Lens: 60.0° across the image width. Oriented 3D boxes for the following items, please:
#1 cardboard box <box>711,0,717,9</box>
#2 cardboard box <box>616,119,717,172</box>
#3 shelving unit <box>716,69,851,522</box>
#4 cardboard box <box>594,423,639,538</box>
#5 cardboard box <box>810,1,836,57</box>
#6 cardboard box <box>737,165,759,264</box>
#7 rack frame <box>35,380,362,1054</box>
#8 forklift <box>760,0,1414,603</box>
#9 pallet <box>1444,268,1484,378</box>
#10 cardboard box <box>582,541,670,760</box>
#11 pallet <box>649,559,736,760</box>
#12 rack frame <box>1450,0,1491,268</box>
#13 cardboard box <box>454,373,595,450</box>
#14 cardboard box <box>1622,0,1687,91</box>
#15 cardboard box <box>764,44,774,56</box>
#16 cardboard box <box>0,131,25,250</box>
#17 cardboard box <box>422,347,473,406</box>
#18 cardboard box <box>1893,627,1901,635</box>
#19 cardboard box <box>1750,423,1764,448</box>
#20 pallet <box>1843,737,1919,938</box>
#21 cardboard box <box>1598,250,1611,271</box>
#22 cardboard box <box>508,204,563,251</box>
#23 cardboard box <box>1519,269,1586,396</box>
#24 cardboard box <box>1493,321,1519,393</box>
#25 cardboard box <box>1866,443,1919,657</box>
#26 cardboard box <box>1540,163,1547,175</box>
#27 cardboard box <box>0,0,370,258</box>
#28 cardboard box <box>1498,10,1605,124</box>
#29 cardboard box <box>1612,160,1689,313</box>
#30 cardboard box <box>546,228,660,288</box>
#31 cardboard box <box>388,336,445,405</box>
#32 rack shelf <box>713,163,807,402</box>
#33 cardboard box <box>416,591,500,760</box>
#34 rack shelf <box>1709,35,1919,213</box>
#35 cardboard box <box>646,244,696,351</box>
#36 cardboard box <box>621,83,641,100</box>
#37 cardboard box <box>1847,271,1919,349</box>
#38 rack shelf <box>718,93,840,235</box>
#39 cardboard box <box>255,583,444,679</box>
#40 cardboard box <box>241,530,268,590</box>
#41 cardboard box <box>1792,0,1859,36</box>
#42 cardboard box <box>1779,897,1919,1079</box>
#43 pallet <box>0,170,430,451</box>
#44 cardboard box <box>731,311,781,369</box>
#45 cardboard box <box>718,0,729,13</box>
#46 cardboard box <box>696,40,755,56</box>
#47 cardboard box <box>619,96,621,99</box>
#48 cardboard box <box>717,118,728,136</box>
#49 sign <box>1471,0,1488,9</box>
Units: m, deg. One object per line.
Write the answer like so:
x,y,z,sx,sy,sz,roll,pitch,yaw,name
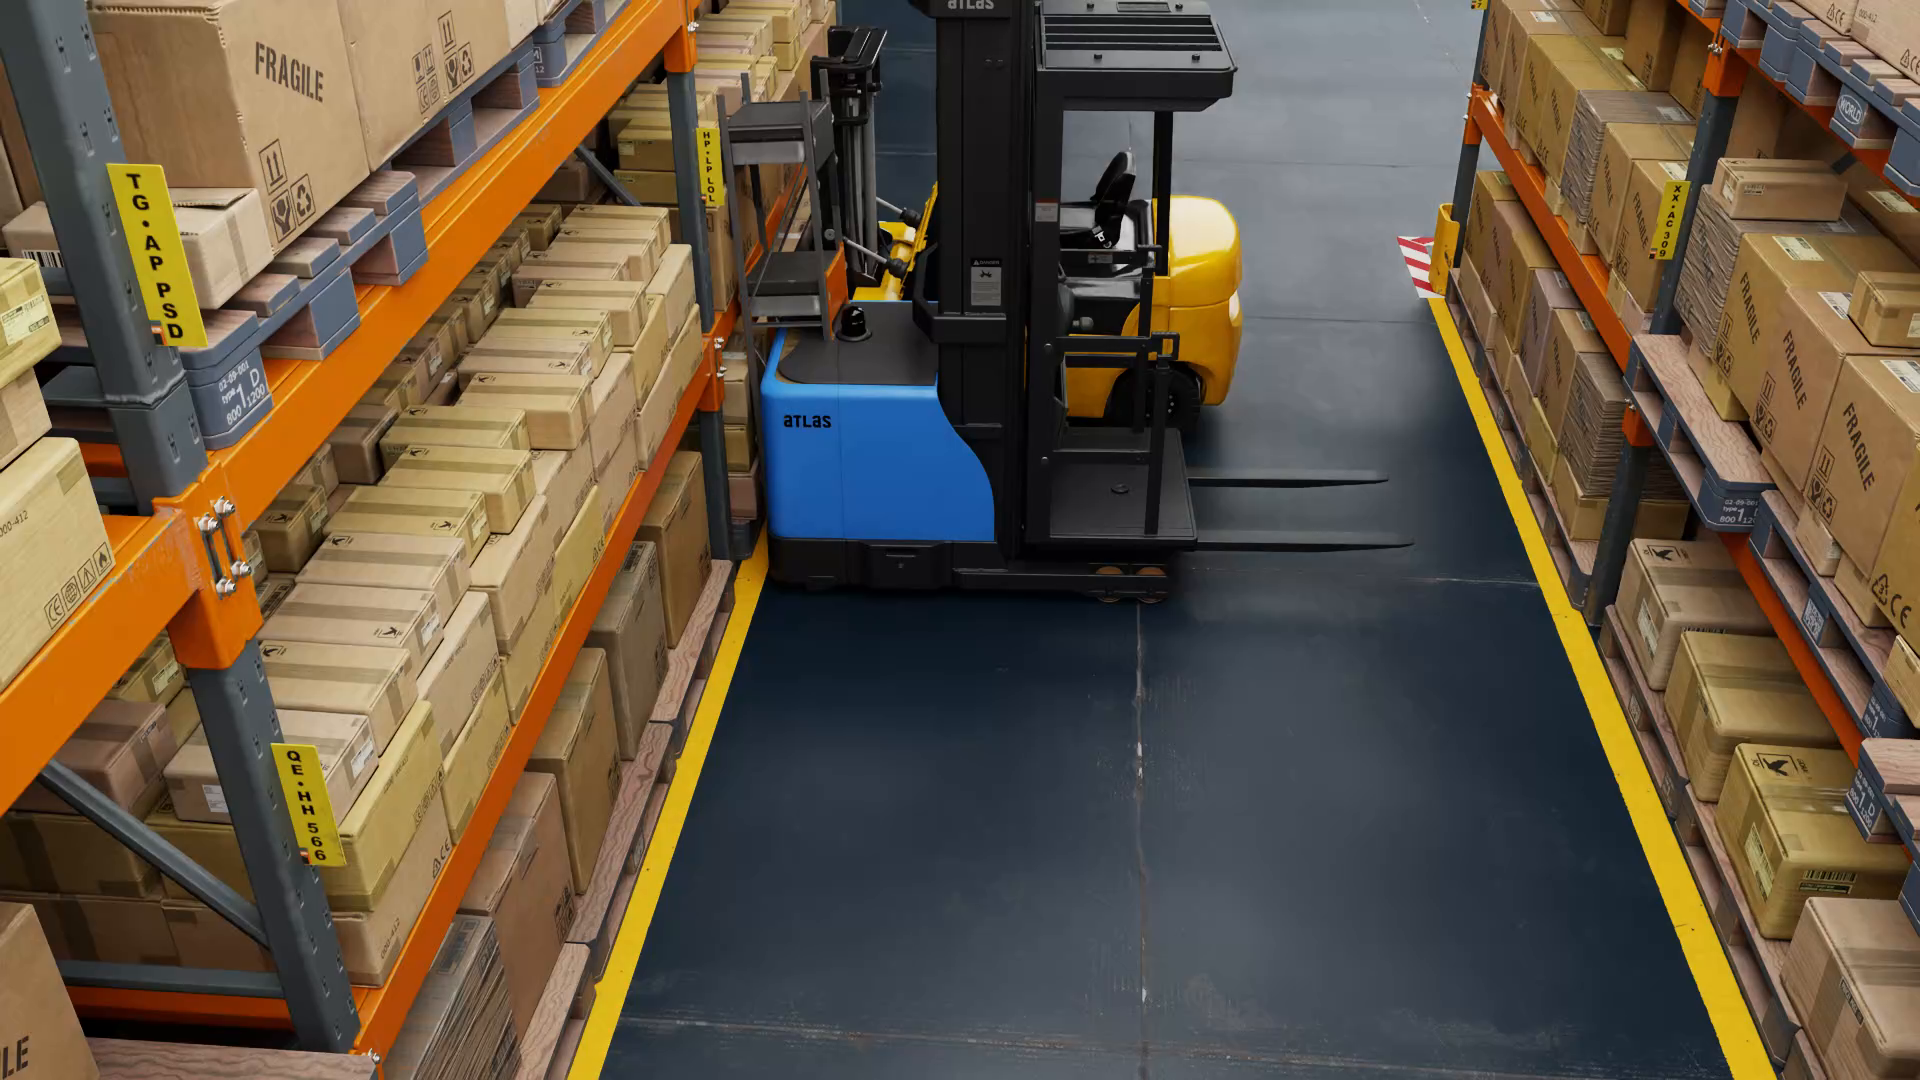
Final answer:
-1.586,-3.064,9.365,0.380,0.149,0.250,3,32,4,cardboard box
-1.252,-1.695,7.145,0.380,0.149,0.250,3,32,5,cardboard box
-0.768,-1.090,7.831,0.431,2.100,0.503,-1,26,7,shelving unit
-1.460,-0.236,5.917,0.500,0.250,0.500,3,32,4,cardboard box
-1.026,-2.962,10.101,0.500,0.500,0.500,2,32,3,cardboard box
-1.252,-1.632,7.945,0.500,0.500,0.500,3,32,5,cardboard box
-1.899,0.996,3.775,1.000,3.000,0.127,2,32,4,rack frame
0.625,-1.238,7.465,3.031,2.935,1.130,1,32,1,forklift
3.592,-1.327,10.203,1.003,0.211,1.213,2,32,4,pallet
-1.676,0.415,6.581,0.875,0.625,0.625,2,32,3,cardboard box
-1.595,0.478,7.273,1.003,0.211,1.213,2,32,4,pallet
3.699,-2.977,10.222,1.000,3.000,0.127,2,32,4,rack frame
-1.399,-0.415,5.351,0.380,0.149,0.250,2,32,3,cardboard box
3.709,-2.506,8.125,0.700,0.500,0.500,2,32,4,cardboard box
-1.187,-2.515,8.758,0.380,0.149,0.250,2,32,4,cardboard box
-2.096,-0.829,3.524,0.500,0.250,0.500,2,32,4,cardboard box
-1.975,-0.460,5.804,0.500,0.250,0.500,2,32,3,cardboard box
2.949,0.274,4.786,0.380,0.149,0.250,3,32,4,cardboard box
3.038,-0.401,5.880,0.380,0.149,0.250,4,32,7,cardboard box
3.000,0.910,4.097,1.213,0.211,1.003,2,32,4,pallet
3.243,-1.353,7.826,0.380,0.149,0.250,2,32,3,cardboard box
-1.816,-1.240,6.690,0.380,0.149,0.250,2,32,3,cardboard box
3.234,-1.067,8.628,0.500,0.500,0.500,4,32,7,cardboard box
3.277,-1.023,9.272,0.500,0.250,0.500,5,32,7,cardboard box
2.879,0.073,4.493,0.500,0.500,0.500,0,32,1,cardboard box
3.341,-2.026,8.917,0.380,0.149,0.250,3,32,6,cardboard box
-1.598,-0.914,3.423,0.500,0.500,0.500,3,32,4,cardboard box
3.345,-2.640,9.296,0.500,0.500,0.500,3,32,5,cardboard box
3.162,-1.298,7.118,0.500,0.500,0.500,2,32,3,cardboard box
-1.383,-1.091,6.447,0.380,0.149,0.250,2,32,3,cardboard box
-1.973,-0.576,5.611,0.380,0.149,0.250,2,32,4,cardboard box
-1.411,-1.836,9.055,1.077,0.370,4.000,2,32,4,rack shelf
-1.578,0.363,4.468,0.500,0.250,0.500,3,32,6,cardboard box
3.211,-0.811,4.533,1.077,0.370,4.000,2,32,4,rack shelf
-1.359,-0.977,6.643,0.500,0.250,0.500,2,32,3,cardboard box
-1.692,-2.127,8.129,0.380,0.149,0.250,3,32,6,cardboard box
2.997,-0.707,5.140,0.380,0.149,0.250,4,32,7,cardboard box
-0.809,-1.706,7.531,0.431,0.518,0.480,-1,26,7,rack shelf
-1.564,0.248,4.275,0.380,0.149,0.250,3,32,5,cardboard box
-2.132,0.092,4.527,0.380,0.149,0.250,2,32,3,cardboard box
2.886,-1.724,5.072,0.500,0.250,0.500,2,32,3,cardboard box
3.156,1.464,5.119,0.950,0.372,0.625,2,32,3,cardboard box
-1.933,-0.560,3.620,1.213,0.211,1.003,4,32,6,pallet
-1.170,-1.036,8.340,0.500,0.250,0.500,3,32,4,cardboard box
-1.145,-3.041,9.329,0.380,0.149,0.250,3,32,4,cardboard box
-1.226,-2.372,8.243,0.380,0.149,0.250,2,32,4,cardboard box
-1.821,-2.123,7.839,0.380,0.149,0.250,2,32,3,cardboard box
-1.273,-1.843,7.668,0.380,0.149,0.250,2,32,4,cardboard box
3.159,-3.369,10.033,0.100,0.325,0.005,2,32,4,sign
